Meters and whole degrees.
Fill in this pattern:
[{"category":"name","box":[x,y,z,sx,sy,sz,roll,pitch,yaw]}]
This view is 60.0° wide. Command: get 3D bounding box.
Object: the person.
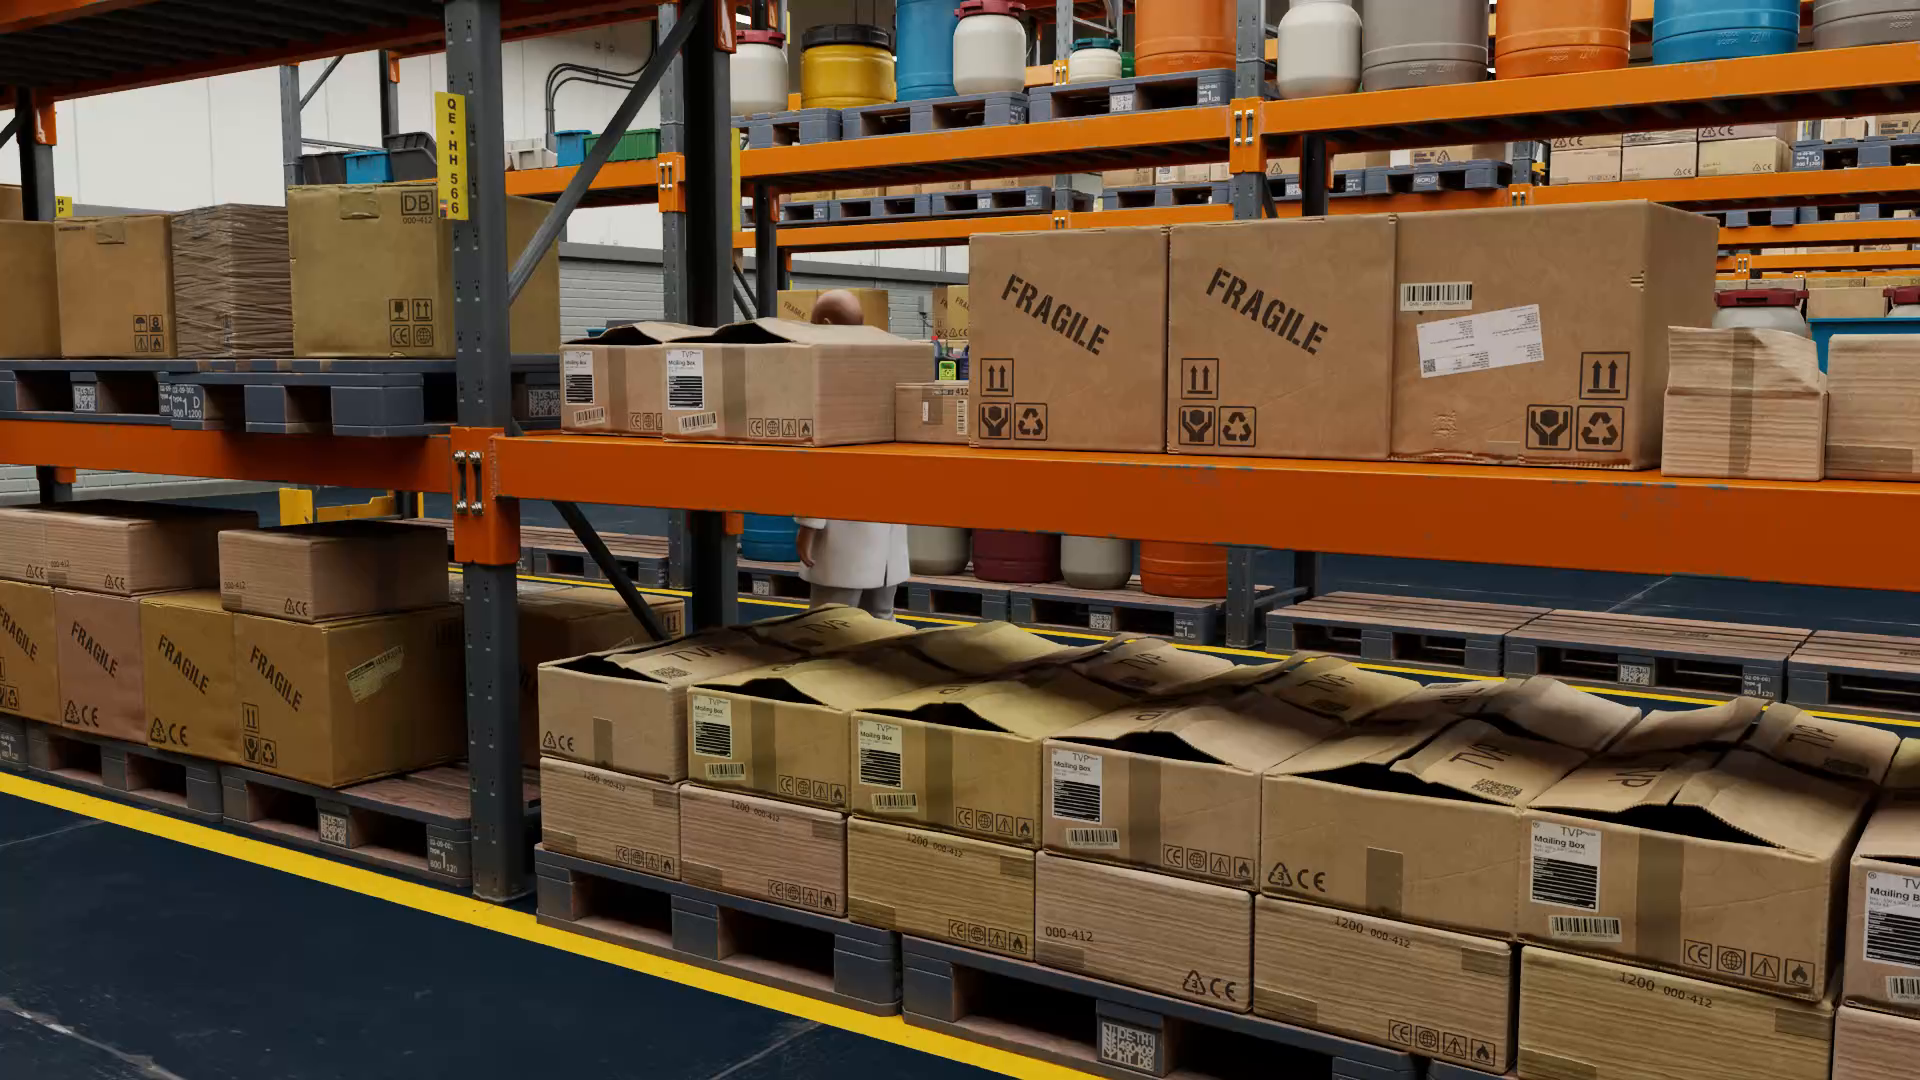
[{"category":"person","box":[-0.406,-0.067,6.377,0.421,1.774,0.646,4,7,33]}]
